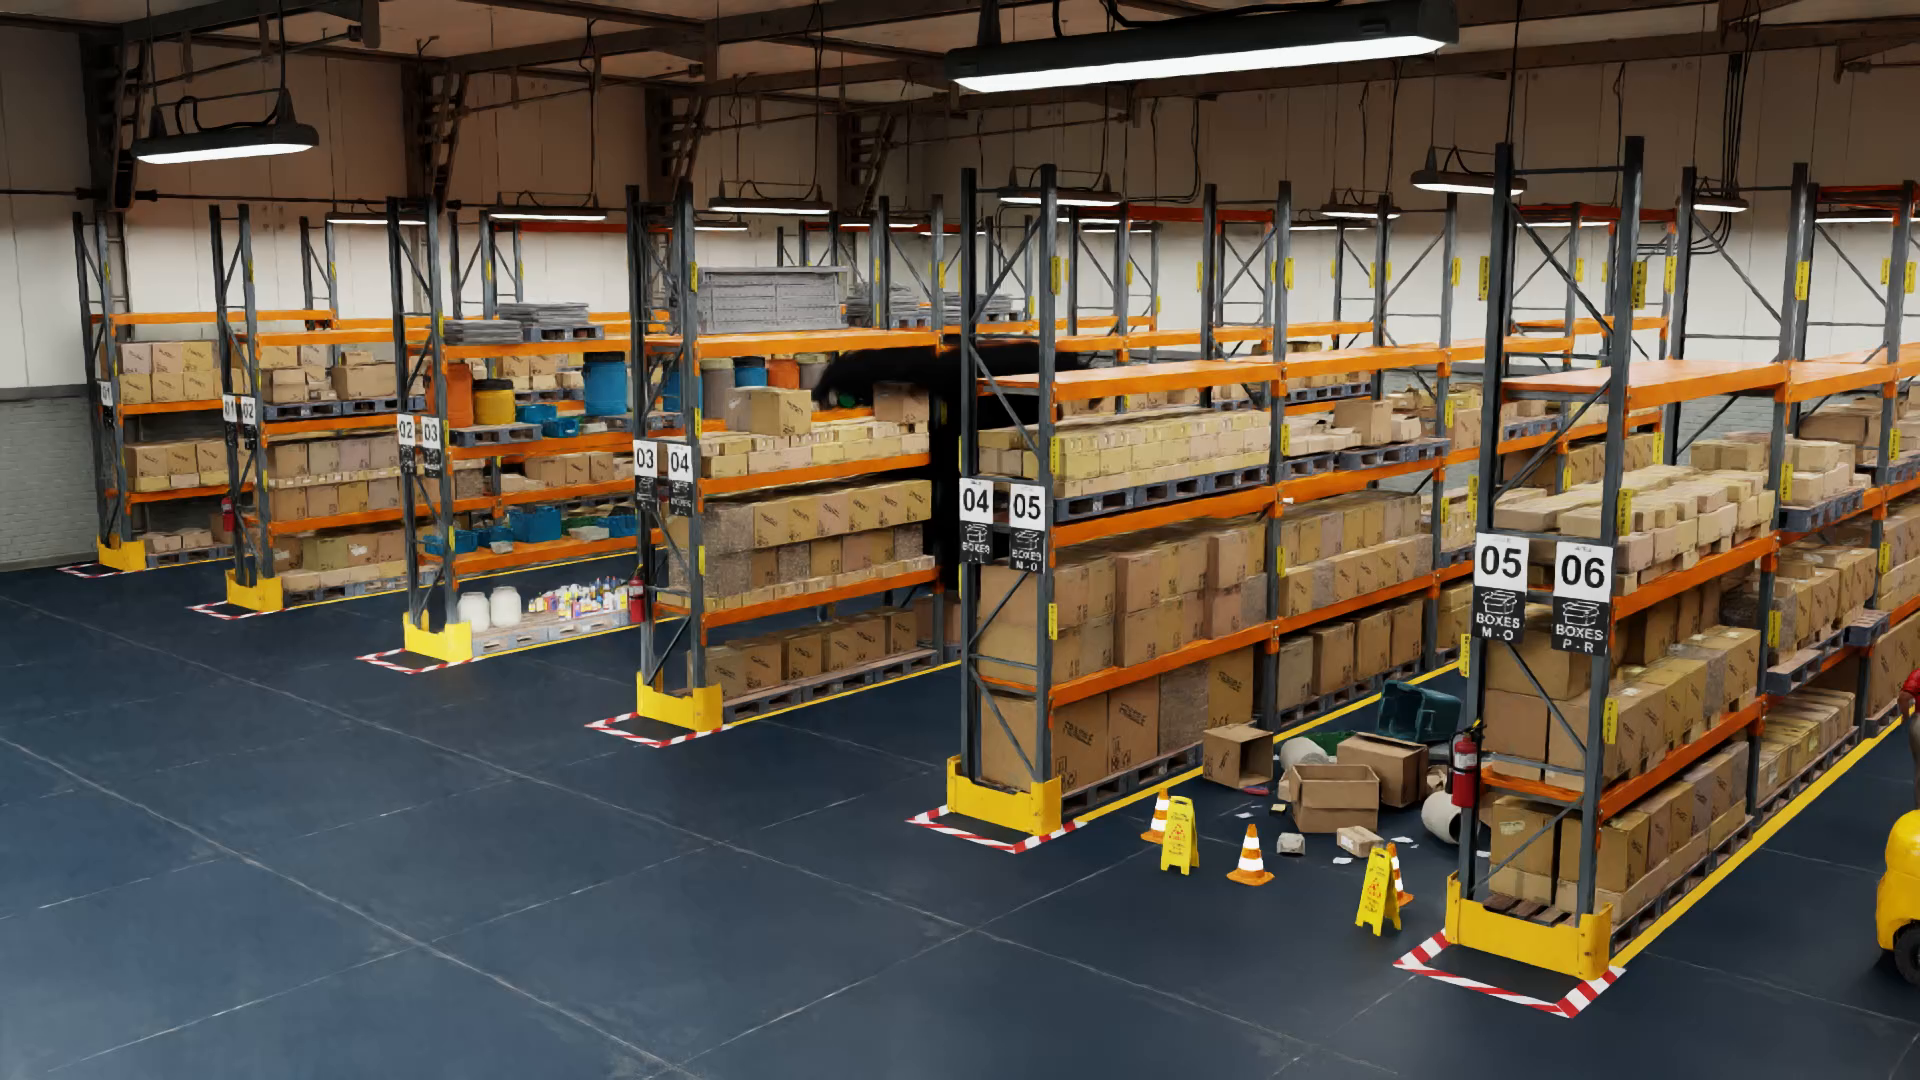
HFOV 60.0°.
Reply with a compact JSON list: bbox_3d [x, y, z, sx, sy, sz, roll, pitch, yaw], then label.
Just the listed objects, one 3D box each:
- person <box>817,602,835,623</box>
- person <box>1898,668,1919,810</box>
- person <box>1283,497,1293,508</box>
[{"bbox_3d":[-2.023,0.450,22.749,0.731,1.573,0.911,5,11,29],"label":"person"},{"bbox_3d":[9.029,1.813,15.387,0.664,1.676,0.760,6,11,34],"label":"person"},{"bbox_3d":[4.850,0.161,25.080,0.656,1.725,0.602,8,12,39],"label":"person"}]
